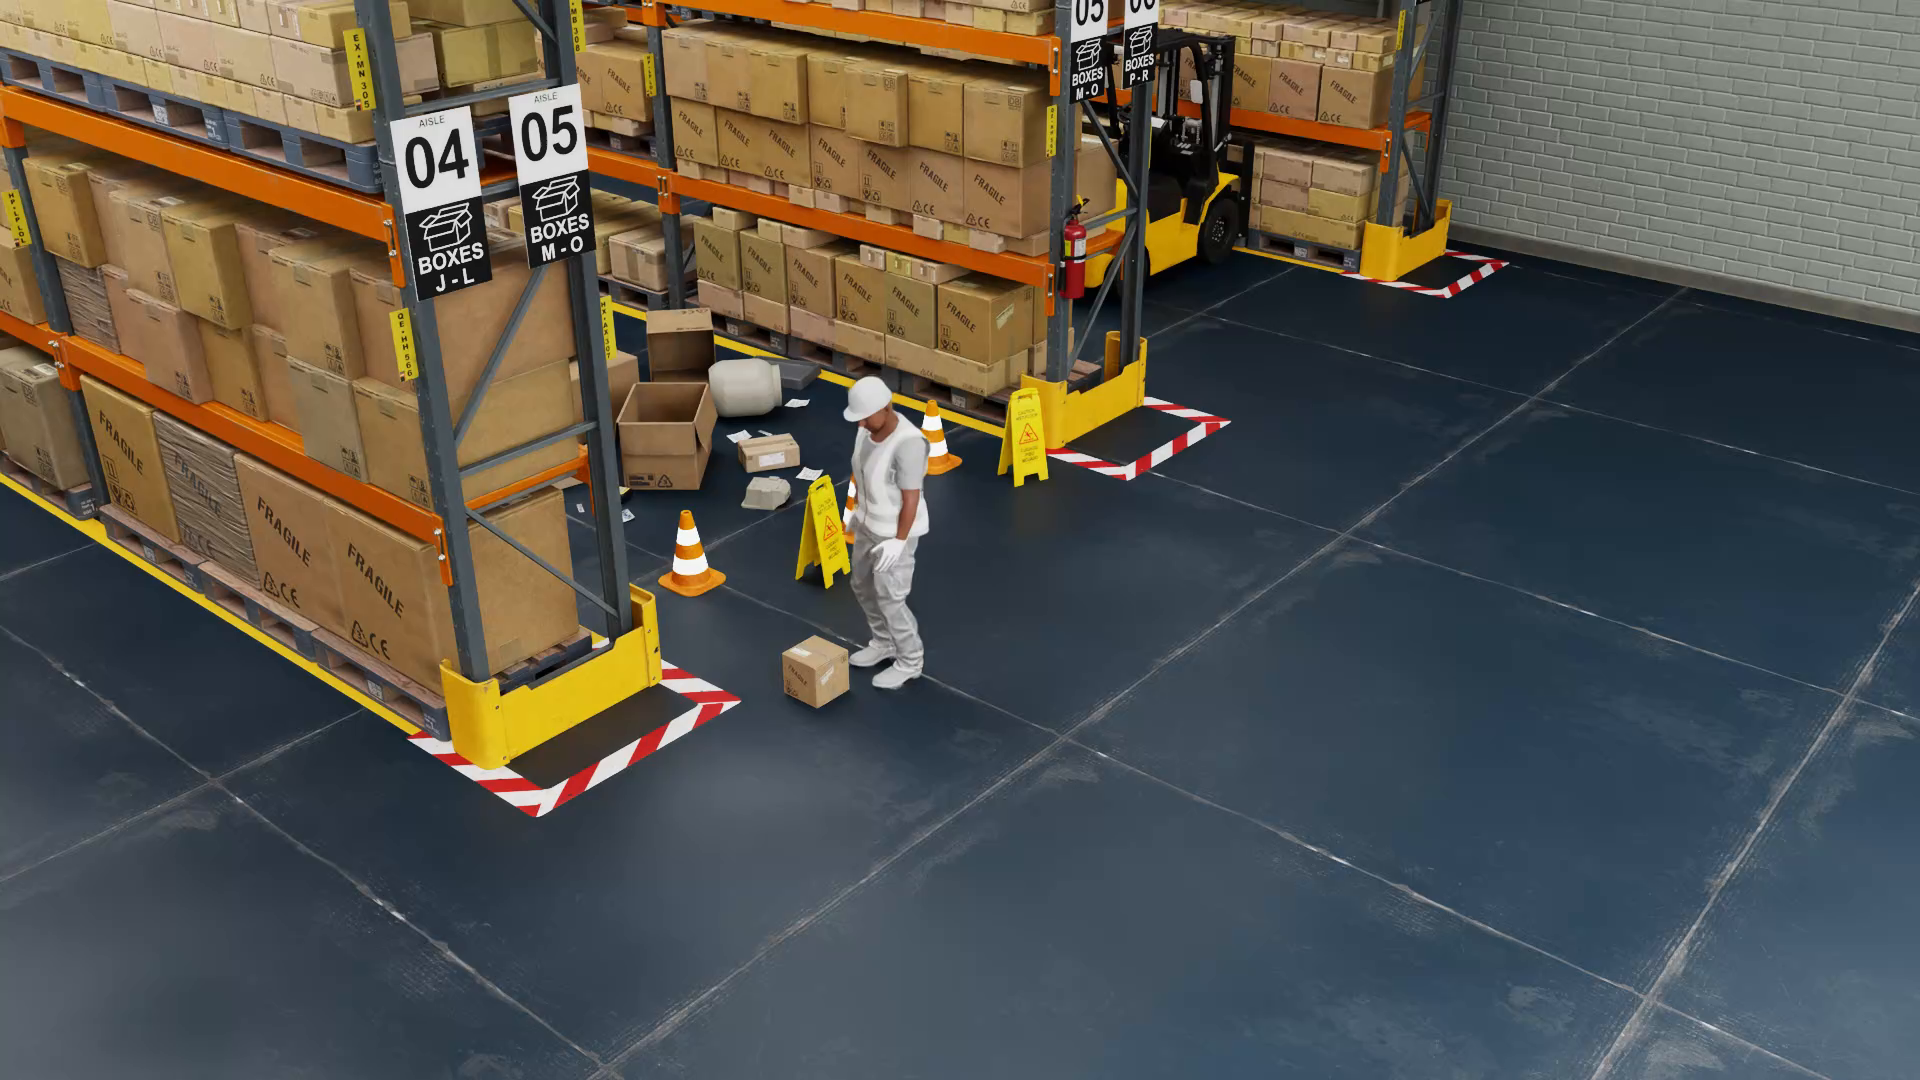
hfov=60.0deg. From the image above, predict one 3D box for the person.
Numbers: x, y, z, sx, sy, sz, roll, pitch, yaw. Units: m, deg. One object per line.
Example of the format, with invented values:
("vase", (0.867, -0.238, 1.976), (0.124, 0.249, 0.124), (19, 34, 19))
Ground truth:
("person", (-0.391, -0.055, 8.744), (0.427, 1.748, 0.566), (-15, 31, -27))
